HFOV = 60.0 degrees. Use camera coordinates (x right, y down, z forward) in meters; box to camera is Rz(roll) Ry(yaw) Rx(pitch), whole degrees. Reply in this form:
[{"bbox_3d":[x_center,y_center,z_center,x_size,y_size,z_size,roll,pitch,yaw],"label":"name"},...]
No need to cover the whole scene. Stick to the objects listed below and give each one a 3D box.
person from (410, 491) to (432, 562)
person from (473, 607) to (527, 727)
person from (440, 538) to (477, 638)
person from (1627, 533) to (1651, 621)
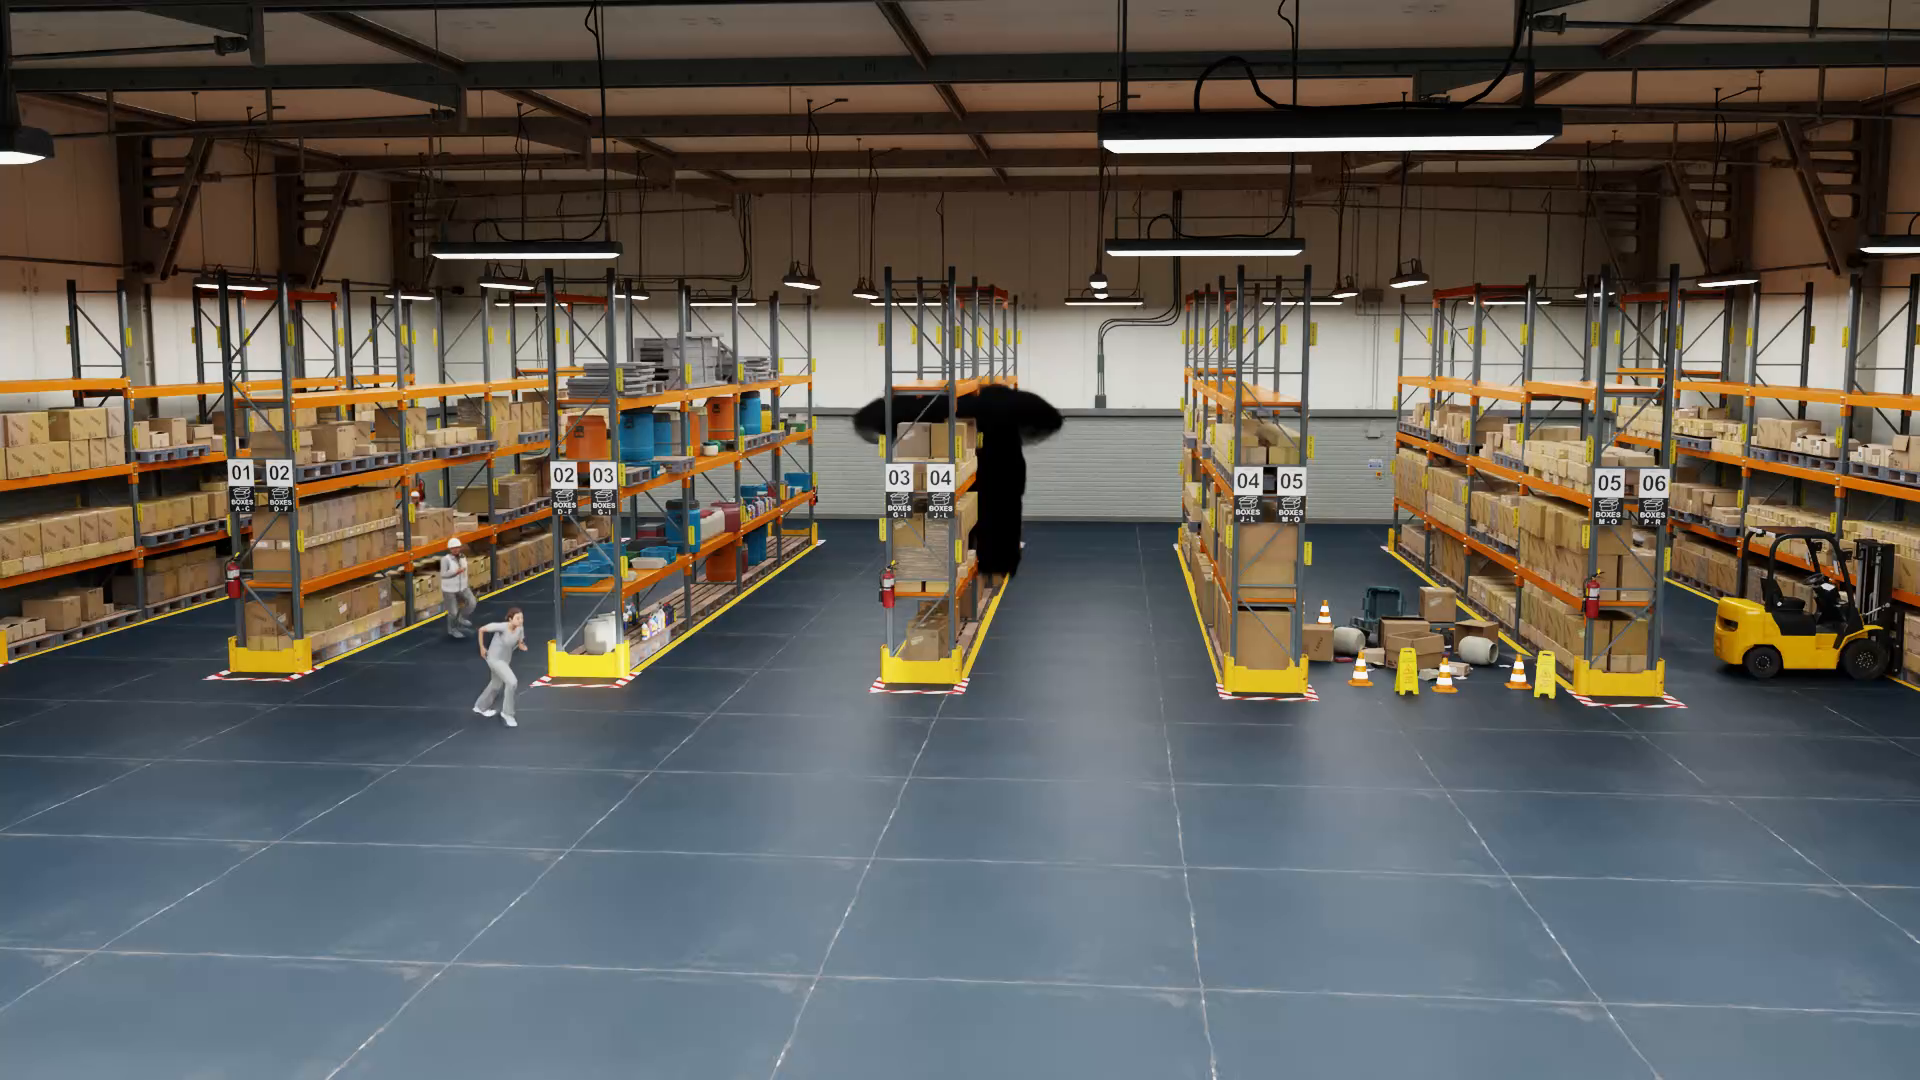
[{"bbox_3d":[-11.765,-0.240,36.217,0.704,1.676,0.910,-1,7,-11],"label":"person"},{"bbox_3d":[-6.000,1.639,21.565,0.956,1.602,0.608,4,8,32],"label":"person"},{"bbox_3d":[-8.374,0.812,27.545,0.624,1.730,0.863,-7,10,-44],"label":"person"},{"bbox_3d":[11.684,0.718,28.692,0.627,1.655,0.728,-1,7,-5],"label":"person"}]
